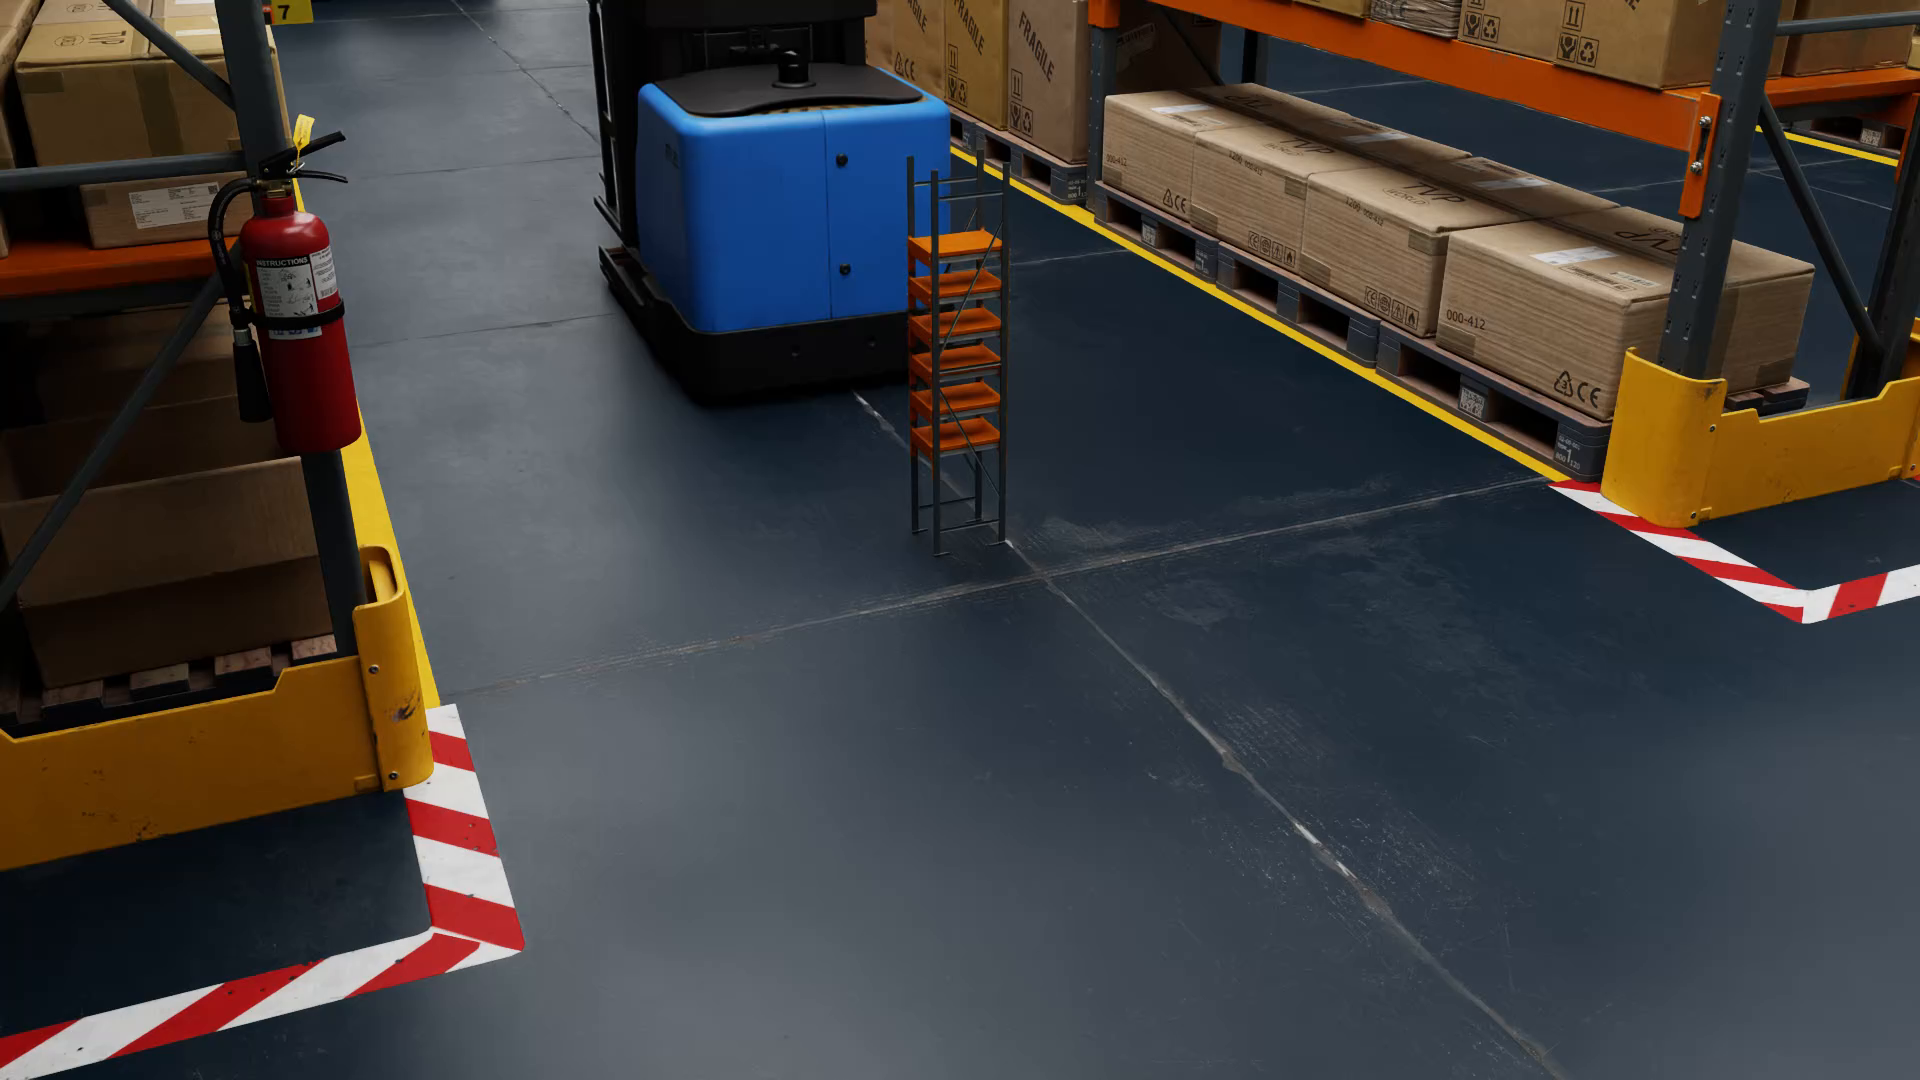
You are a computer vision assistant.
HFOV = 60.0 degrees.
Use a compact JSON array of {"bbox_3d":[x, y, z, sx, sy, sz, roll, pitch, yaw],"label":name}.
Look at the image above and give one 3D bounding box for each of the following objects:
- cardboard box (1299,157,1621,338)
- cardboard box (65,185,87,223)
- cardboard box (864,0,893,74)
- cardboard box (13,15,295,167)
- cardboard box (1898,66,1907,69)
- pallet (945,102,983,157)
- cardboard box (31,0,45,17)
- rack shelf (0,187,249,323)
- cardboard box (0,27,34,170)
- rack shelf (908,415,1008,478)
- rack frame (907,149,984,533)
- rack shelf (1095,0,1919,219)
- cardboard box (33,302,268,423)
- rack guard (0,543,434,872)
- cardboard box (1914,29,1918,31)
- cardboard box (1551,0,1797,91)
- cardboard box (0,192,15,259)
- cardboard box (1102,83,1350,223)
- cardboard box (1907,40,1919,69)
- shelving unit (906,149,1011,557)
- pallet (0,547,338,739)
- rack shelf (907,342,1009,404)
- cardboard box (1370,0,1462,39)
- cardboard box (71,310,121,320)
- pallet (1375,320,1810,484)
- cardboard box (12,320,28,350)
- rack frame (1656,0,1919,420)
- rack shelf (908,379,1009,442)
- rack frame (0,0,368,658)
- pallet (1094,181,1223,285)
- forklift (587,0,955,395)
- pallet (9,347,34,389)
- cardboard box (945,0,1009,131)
[{"bbox_3d":[2.001,-1.209,6.748,0.875,0.438,0.875,-10,28,-19],"label":"cardboard box"},{"bbox_3d":[-1.867,-0.861,3.881,0.380,0.149,0.250,-10,28,-19],"label":"cardboard box"},{"bbox_3d":[-0.221,-3.724,11.402,0.875,0.875,0.875,-11,28,-21],"label":"cardboard box"},{"bbox_3d":[-1.778,-0.995,3.701,0.500,0.250,0.500,-10,28,-20],"label":"cardboard box"},{"bbox_3d":[5.695,-2.813,10.025,0.380,0.149,0.250,-10,28,-20],"label":"cardboard box"},{"bbox_3d":[0.298,-2.707,10.555,1.003,0.211,1.213,-11,28,-21],"label":"pallet"},{"bbox_3d":[-2.663,-1.315,4.356,0.500,0.250,0.500,-10,28,-19],"label":"cardboard box"},{"bbox_3d":[-2.632,-1.184,5.075,1.077,0.370,4.000,-11,28,-21],"label":"rack shelf"},{"bbox_3d":[-2.273,-0.906,3.518,0.500,0.250,0.500,-10,28,-19],"label":"cardboard box"},{"bbox_3d":[-0.006,-0.289,5.124,0.258,0.103,0.180,-11,28,-21],"label":"rack shelf"},{"bbox_3d":[-0.042,-0.582,5.074,0.240,1.200,0.006,-11,28,-21],"label":"rack frame"},{"bbox_3d":[1.934,-2.038,6.825,1.077,0.370,4.000,-11,28,-21],"label":"rack shelf"},{"bbox_3d":[-2.300,-0.380,4.980,0.700,0.500,0.500,-9,28,-18],"label":"cardboard box"},{"bbox_3d":[-1.878,0.393,3.875,1.175,0.500,0.348,-11,28,-21],"label":"rack guard"},{"bbox_3d":[5.610,-3.060,10.192,0.380,0.149,0.250,-9,28,-19],"label":"cardboard box"},{"bbox_3d":[2.285,-1.748,5.298,0.500,0.500,0.500,-10,28,-20],"label":"cardboard box"},{"bbox_3d":[-2.225,-0.674,3.499,0.380,0.149,0.250,-11,28,-21],"label":"cardboard box"},{"bbox_3d":[1.298,-1.934,8.234,0.875,0.438,0.875,-11,28,-21],"label":"cardboard box"},{"bbox_3d":[5.808,-2.845,9.751,0.380,0.149,0.250,-11,28,-21],"label":"cardboard box"},{"bbox_3d":[-0.006,-0.545,4.999,0.258,1.200,0.189,-11,28,-21],"label":"shelving unit"},{"bbox_3d":[-2.191,0.201,4.597,1.003,0.211,1.213,-11,28,-21],"label":"pallet"},{"bbox_3d":[-0.006,-0.505,5.018,0.258,0.103,0.180,-11,28,-21],"label":"rack shelf"},{"bbox_3d":[1.892,-2.159,6.140,0.500,0.500,0.500,-10,28,-19],"label":"cardboard box"},{"bbox_3d":[-2.706,-0.799,5.838,0.700,0.500,0.500,-12,28,-23],"label":"cardboard box"},{"bbox_3d":[2.332,-0.610,6.259,1.003,0.211,1.213,-11,28,-21],"label":"pallet"},{"bbox_3d":[-3.374,-0.987,6.440,0.500,0.311,0.500,-10,28,-19],"label":"cardboard box"},{"bbox_3d":[2.717,-1.554,5.014,1.000,3.000,0.127,-11,28,-21],"label":"rack frame"},{"bbox_3d":[-0.006,-0.397,5.071,0.258,0.103,0.180,-11,28,-21],"label":"rack shelf"},{"bbox_3d":[-1.848,-0.700,3.264,1.000,3.000,0.127,-11,28,-21],"label":"rack frame"},{"bbox_3d":[1.377,-1.595,8.277,1.003,0.211,1.213,-11,28,-21],"label":"pallet"},{"bbox_3d":[-1.022,-2.482,6.992,1.130,2.935,3.031,-10,28,-19],"label":"forklift"},{"bbox_3d":[-3.147,-0.784,6.615,1.003,0.211,1.213,-11,28,-21],"label":"pallet"},{"bbox_3d":[0.474,-3.003,9.924,0.875,0.875,0.875,-10,28,-19],"label":"cardboard box"}]
